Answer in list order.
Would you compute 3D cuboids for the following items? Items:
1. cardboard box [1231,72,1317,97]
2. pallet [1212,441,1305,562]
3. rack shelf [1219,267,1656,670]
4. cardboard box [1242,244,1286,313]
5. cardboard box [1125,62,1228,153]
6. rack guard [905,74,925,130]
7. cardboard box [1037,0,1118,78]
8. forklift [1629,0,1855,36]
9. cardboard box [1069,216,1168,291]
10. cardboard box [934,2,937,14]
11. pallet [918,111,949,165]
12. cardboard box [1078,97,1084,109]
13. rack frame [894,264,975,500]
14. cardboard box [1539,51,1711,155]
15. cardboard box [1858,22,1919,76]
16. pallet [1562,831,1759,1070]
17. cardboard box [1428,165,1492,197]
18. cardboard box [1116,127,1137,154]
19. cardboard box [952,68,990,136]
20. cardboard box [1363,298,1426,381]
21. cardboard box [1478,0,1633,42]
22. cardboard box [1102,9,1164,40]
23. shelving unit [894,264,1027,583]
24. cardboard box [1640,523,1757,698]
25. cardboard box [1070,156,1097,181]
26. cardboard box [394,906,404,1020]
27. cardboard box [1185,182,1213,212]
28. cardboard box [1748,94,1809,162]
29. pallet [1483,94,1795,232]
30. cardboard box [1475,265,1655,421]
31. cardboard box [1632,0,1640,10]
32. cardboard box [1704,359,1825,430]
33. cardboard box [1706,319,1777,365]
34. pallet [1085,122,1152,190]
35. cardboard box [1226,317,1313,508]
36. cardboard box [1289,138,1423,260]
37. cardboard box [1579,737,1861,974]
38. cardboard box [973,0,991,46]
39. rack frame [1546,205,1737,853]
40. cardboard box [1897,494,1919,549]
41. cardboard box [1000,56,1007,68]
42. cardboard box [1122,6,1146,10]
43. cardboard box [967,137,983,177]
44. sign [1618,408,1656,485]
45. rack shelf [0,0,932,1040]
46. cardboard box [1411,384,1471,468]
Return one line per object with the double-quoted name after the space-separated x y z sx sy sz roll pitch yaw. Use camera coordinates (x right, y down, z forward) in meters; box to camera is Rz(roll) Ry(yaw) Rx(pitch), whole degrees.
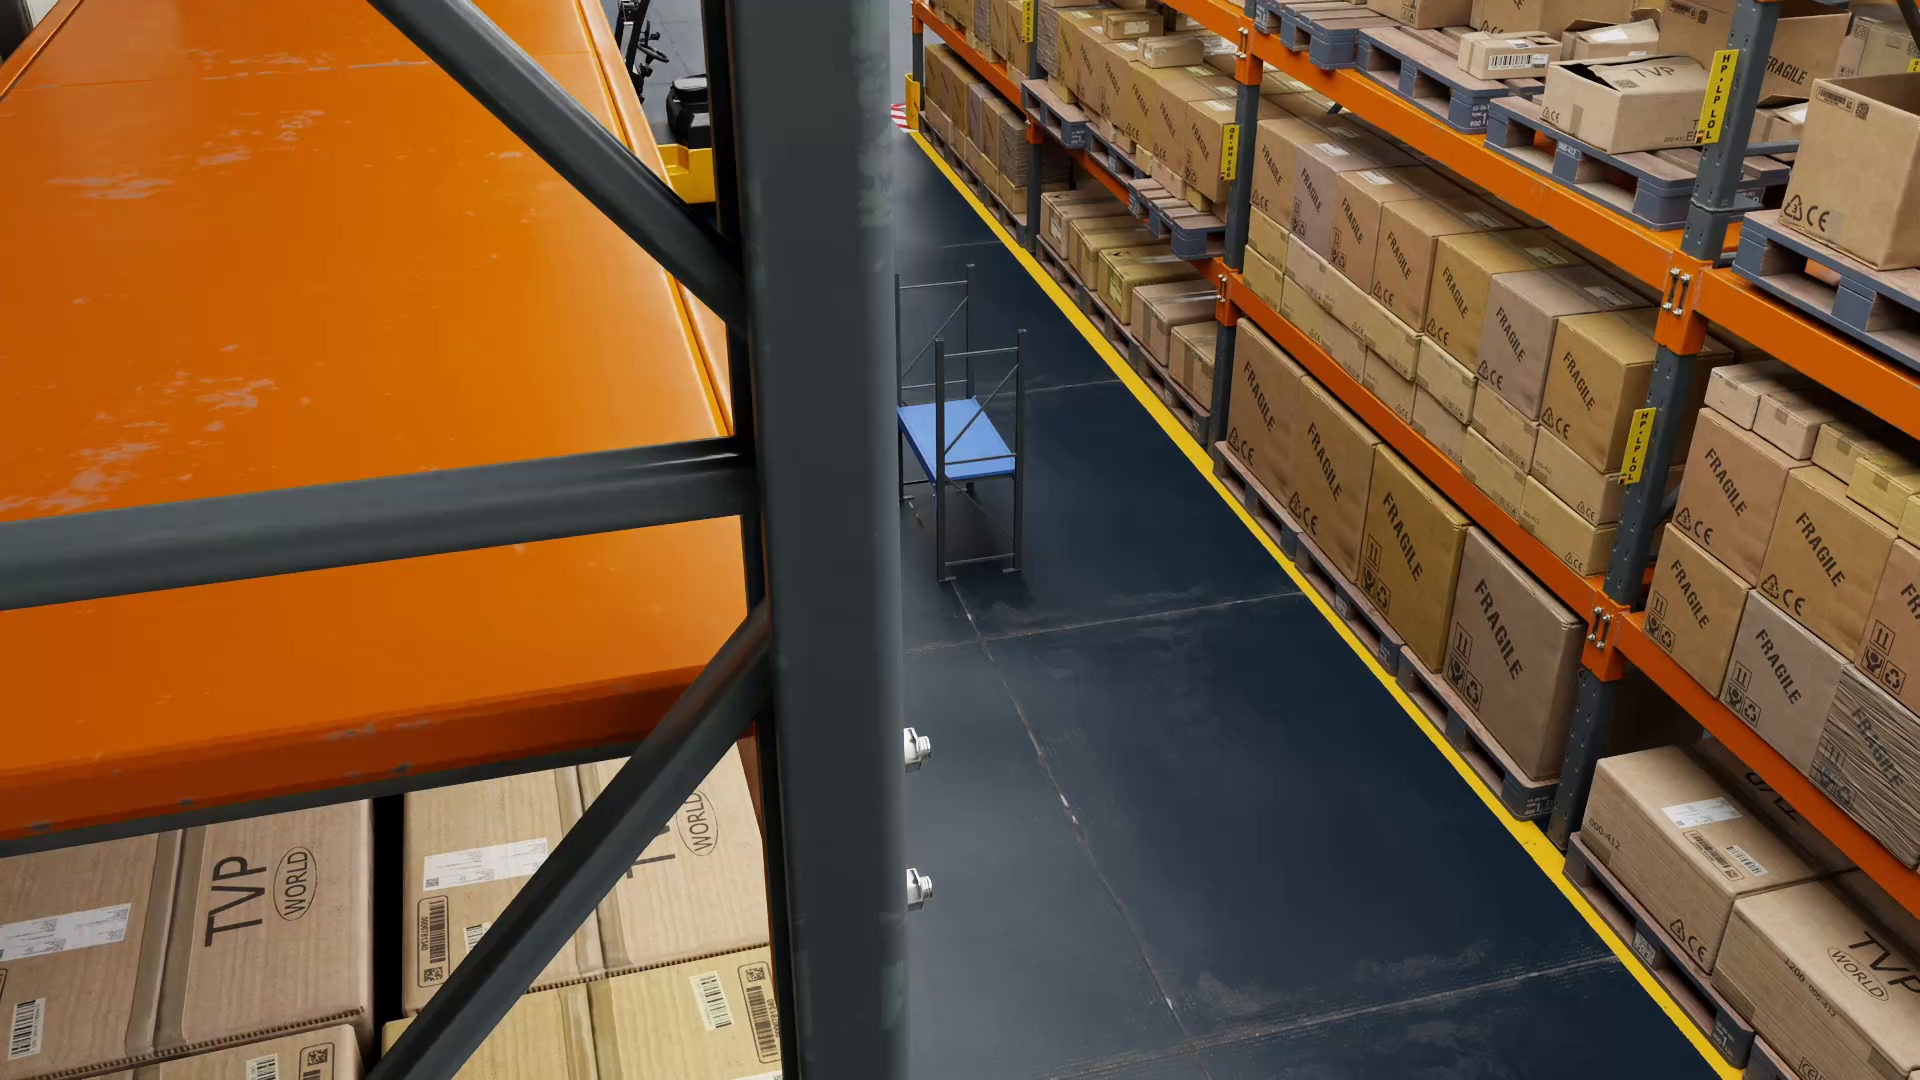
2.085 -2.762 10.943 0.500 0.500 0.500 -6 31 -11 "cardboard box"
2.263 -0.312 10.309 1.003 0.211 1.213 -8 31 -13 "pallet"
2.657 -0.632 8.797 1.077 0.370 4.000 -8 31 -13 "rack shelf"
2.014 -1.575 9.857 0.500 0.250 0.500 -8 31 -14 "cardboard box"
1.455 -2.938 11.247 0.500 0.500 0.500 -10 32 -17 "cardboard box"
0.023 -4.655 17.524 1.175 0.500 0.348 -8 31 -13 "rack guard"
0.913 -3.931 12.962 0.500 0.500 0.500 -7 31 -12 "cardboard box"
4.778 -2.305 11.038 1.130 2.935 3.031 -1 30 -1 "forklift"
1.401 -2.286 13.141 0.950 0.372 0.625 -6 31 -10 "cardboard box"
-0.033 -5.214 16.246 0.380 0.149 0.250 -9 31 -15 "cardboard box"
0.205 -4.133 16.911 1.003 0.211 1.213 -8 31 -13 "pallet"
1.114 -3.357 12.618 0.380 0.149 0.250 -6 31 -10 "cardboard box"
-0.158 -0.936 10.101 0.500 1.500 0.032 -8 31 -13 "rack frame"
2.752 -1.817 6.801 0.500 0.311 0.500 -8 31 -13 "cardboard box"
6.763 -3.311 11.609 0.700 0.500 0.500 -8 31 -14 "cardboard box"
3.315 1.607 6.994 1.003 0.211 1.213 -8 31 -13 "pallet"
2.785 -1.683 8.797 0.500 0.500 0.500 -8 31 -13 "cardboard box"
1.325 -2.848 11.738 0.380 0.149 0.250 -9 31 -15 "cardboard box"
0.226 -4.157 15.745 0.500 0.500 0.500 -7 31 -12 "cardboard box"
2.401 -1.045 8.442 0.500 0.250 0.500 -7 31 -12 "cardboard box"
2.874 -2.620 8.000 0.500 0.500 0.500 -8 31 -13 "cardboard box"
1.236 -3.691 11.900 0.380 0.149 0.250 -6 31 -10 "cardboard box"
-0.023 -0.690 9.677 0.538 1.500 1.048 -8 31 -13 "shelving unit"
3.060 0.240 6.472 0.500 0.500 0.500 -7 31 -12 "cardboard box"
1.169 -3.479 14.574 0.500 0.500 0.500 -6 31 -11 "cardboard box"
-1.063 0.829 2.412 0.500 0.250 0.500 -8 31 -13 "cardboard box"
1.672 -2.230 10.670 0.380 0.149 0.250 -7 31 -13 "cardboard box"
3.393 -1.688 6.623 0.396 0.266 0.258 -8 31 -14 "cardboard box"
2.897 -1.629 6.999 0.805 0.209 1.217 -9 31 -15 "pallet"
2.683 -0.885 7.418 0.500 0.500 0.500 -7 31 -12 "cardboard box"
5.948 -4.786 14.157 0.700 0.500 0.500 -8 31 -14 "cardboard box"
3.022 -0.548 6.187 0.380 0.149 0.250 -8 31 -14 "cardboard box"
3.349 -0.705 7.106 0.500 0.500 0.500 -7 31 -13 "cardboard box"
1.562 -2.777 11.977 1.003 0.211 1.213 -8 31 -13 "pallet"
2.230 -0.827 10.118 0.875 0.875 0.875 -8 31 -14 "cardboard box"
2.163 -1.877 9.131 0.500 0.500 0.500 -8 31 -13 "cardboard box"
3.251 1.267 6.936 0.875 0.438 0.875 -8 31 -14 "cardboard box"
0.422 -4.693 14.698 0.500 0.500 0.500 -7 31 -12 "cardboard box"
3.188 0.022 6.948 1.000 3.000 0.127 -8 31 -13 "rack frame"
3.263 -0.048 5.324 0.380 0.149 0.250 -9 31 -15 "cardboard box"
0.566 -4.226 14.538 0.380 0.149 0.250 -8 31 -14 "cardboard box"
1.542 -3.763 12.673 0.500 0.500 0.500 -8 31 -13 "cardboard box"
0.367 -3.585 15.506 0.500 0.250 0.500 -7 31 -13 "cardboard box"
2.668 -0.368 6.545 0.100 0.325 0.005 -8 31 -13 "sign"
-1.066 -0.634 2.814 1.077 0.370 4.000 -8 31 -13 "rack shelf"
2.576 -0.588 8.153 0.500 0.250 0.500 -9 31 -15 "cardboard box"
